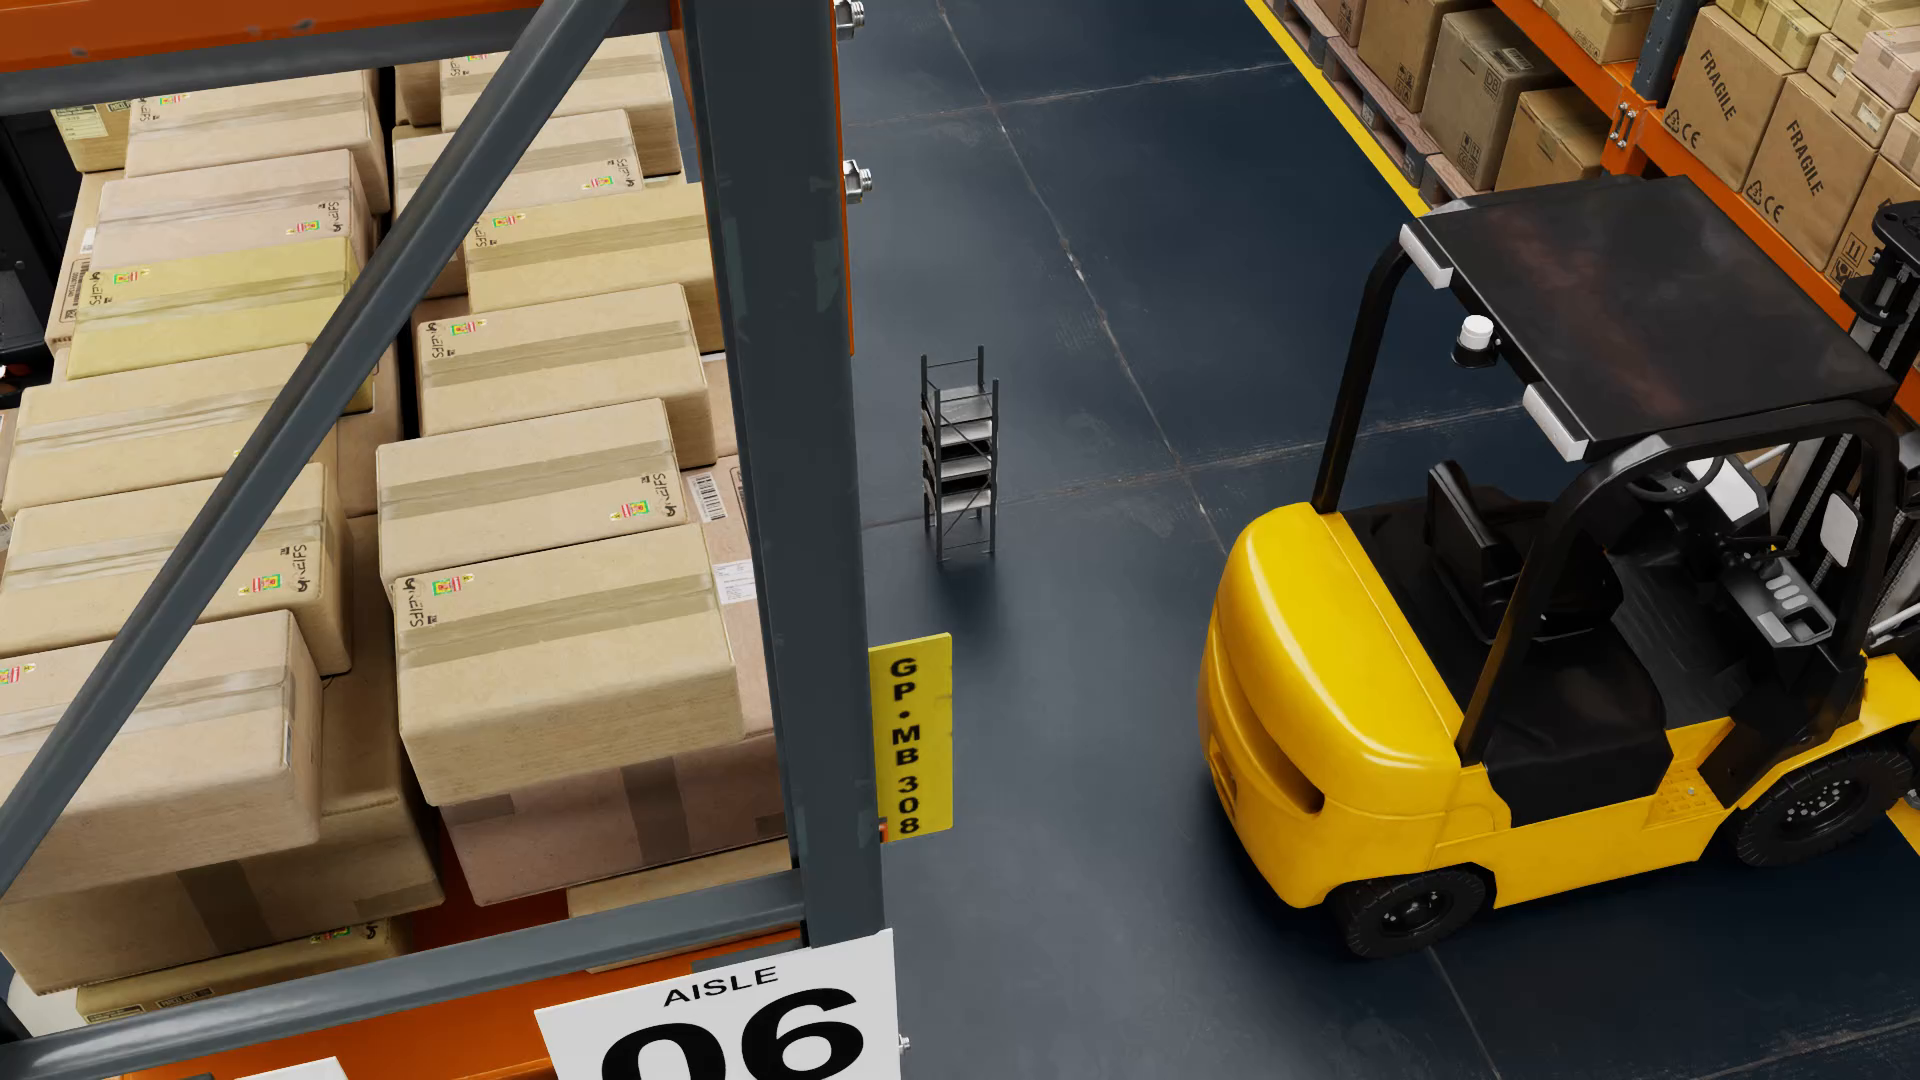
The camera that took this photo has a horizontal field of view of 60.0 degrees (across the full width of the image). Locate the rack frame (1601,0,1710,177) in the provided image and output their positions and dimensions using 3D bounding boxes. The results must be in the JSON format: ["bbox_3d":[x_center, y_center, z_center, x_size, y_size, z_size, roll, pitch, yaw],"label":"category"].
[{"bbox_3d":[3.192,-2.002,6.612,1.000,3.000,0.127,-11,47,-10],"label":"rack frame"}]

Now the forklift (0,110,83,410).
[{"bbox_3d":[-4.263,-1.917,6.576,3.031,2.935,1.130,-16,48,-16],"label":"forklift"}]

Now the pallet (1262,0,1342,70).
[{"bbox_3d":[2.341,-3.212,9.750,1.003,0.211,1.213,-11,47,-10],"label":"pallet"}]

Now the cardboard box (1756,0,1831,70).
[{"bbox_3d":[3.087,-1.818,5.907,0.380,0.149,0.250,-10,46,-9],"label":"cardboard box"}]

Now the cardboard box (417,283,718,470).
[{"bbox_3d":[-0.560,-0.209,2.372,0.380,0.149,0.250,-11,47,-10],"label":"cardboard box"}]

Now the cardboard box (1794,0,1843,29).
[{"bbox_3d":[3.158,-1.933,5.812,0.380,0.149,0.250,-10,46,-10],"label":"cardboard box"}]

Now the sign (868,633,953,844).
[{"bbox_3d":[-0.057,0.214,1.728,0.100,0.325,0.005,-11,47,-10],"label":"sign"}]

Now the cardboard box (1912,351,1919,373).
[{"bbox_3d":[3.441,-0.626,5.193,0.500,0.500,0.500,-10,46,-10],"label":"cardboard box"}]

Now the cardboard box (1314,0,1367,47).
[{"bbox_3d":[2.489,-3.197,9.152,0.875,0.625,0.625,-9,46,-9],"label":"cardboard box"}]

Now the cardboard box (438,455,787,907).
[{"bbox_3d":[-0.453,0.172,2.278,0.500,0.250,0.500,-11,47,-11],"label":"cardboard box"}]

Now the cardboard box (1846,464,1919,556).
[{"bbox_3d":[3.399,-0.085,5.665,0.500,0.250,0.500,-12,47,-11],"label":"cardboard box"}]

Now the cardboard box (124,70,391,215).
[{"bbox_3d":[-1.178,-0.649,2.803,0.380,0.149,0.250,-12,47,-11],"label":"cardboard box"}]

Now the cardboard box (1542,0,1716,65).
[{"bbox_3d":[2.810,-2.250,6.960,0.500,0.250,0.500,-10,46,-9],"label":"cardboard box"}]

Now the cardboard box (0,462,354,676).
[{"bbox_3d":[-0.982,0.064,2.105,0.380,0.149,0.250,-10,46,-10],"label":"cardboard box"}]

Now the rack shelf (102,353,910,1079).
[{"bbox_3d":[-1.093,-0.510,3.553,1.077,0.370,4.000,-11,47,-10],"label":"rack shelf"}]

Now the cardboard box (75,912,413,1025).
[{"bbox_3d":[-0.943,0.512,2.223,0.380,0.149,0.250,-11,47,-10],"label":"cardboard box"}]

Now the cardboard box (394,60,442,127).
[{"bbox_3d":[-0.835,-0.911,3.060,0.380,0.149,0.250,-10,46,-9],"label":"cardboard box"}]

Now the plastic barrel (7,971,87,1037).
[{"bbox_3d":[-2.574,1.422,5.060,0.512,0.421,0.421,19,48,17],"label":"plastic barrel"}]

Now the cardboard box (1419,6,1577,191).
[{"bbox_3d":[2.856,-2.214,8.188,0.875,0.625,0.625,-11,47,-11],"label":"cardboard box"}]

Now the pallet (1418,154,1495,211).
[{"bbox_3d":[2.966,-1.528,8.100,1.003,0.211,1.213,-11,47,-10],"label":"pallet"}]

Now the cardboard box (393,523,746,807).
[{"bbox_3d":[-0.475,0.146,2.024,0.380,0.149,0.250,-11,47,-11],"label":"cardboard box"}]

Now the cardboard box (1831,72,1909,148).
[{"bbox_3d":[3.172,-1.459,5.555,0.380,0.149,0.250,-10,46,-9],"label":"cardboard box"}]

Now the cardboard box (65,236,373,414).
[{"bbox_3d":[-1.081,-0.294,2.455,0.380,0.149,0.250,-10,46,-10],"label":"cardboard box"}]

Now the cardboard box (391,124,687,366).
[{"bbox_3d":[-0.728,-0.530,2.965,0.500,0.250,0.500,-9,46,-9],"label":"cardboard box"}]

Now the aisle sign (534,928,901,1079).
[{"bbox_3d":[-0.266,0.746,2.099,0.394,0.787,0.004,-11,47,-10],"label":"aisle sign"}]

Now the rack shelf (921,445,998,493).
[{"bbox_3d":[-0.002,-0.297,6.458,0.258,0.077,0.200,-11,47,-10],"label":"rack shelf"}]

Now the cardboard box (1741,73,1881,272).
[{"bbox_3d":[3.202,-1.327,5.880,0.500,0.500,0.500,-10,46,-10],"label":"cardboard box"}]

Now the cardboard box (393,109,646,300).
[{"bbox_3d":[-0.708,-0.550,2.706,0.380,0.149,0.250,-11,47,-11],"label":"cardboard box"}]

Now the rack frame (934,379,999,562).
[{"bbox_3d":[0.024,-0.250,6.365,0.240,0.900,0.006,-11,47,-10],"label":"rack frame"}]

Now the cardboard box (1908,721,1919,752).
[{"bbox_3d":[3.553,0.616,5.677,0.500,0.250,0.500,-10,46,-10],"label":"cardboard box"}]

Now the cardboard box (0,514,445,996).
[{"bbox_3d":[-0.973,0.264,2.188,0.500,0.250,0.500,-11,47,-11],"label":"cardboard box"}]

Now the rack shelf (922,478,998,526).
[{"bbox_3d":[-0.002,-0.171,6.586,0.258,0.077,0.200,-11,47,-10],"label":"rack shelf"}]

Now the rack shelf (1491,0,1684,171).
[{"bbox_3d":[2.680,-3.131,8.222,1.077,0.370,4.000,-11,47,-10],"label":"rack shelf"}]

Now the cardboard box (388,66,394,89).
[{"bbox_3d":[-1.501,-1.137,3.561,0.500,0.250,0.500,-10,46,-10],"label":"cardboard box"}]

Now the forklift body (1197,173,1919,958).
[{"bbox_3d":[1.967,0.081,5.165,2.313,2.155,1.214,-11,47,-10],"label":"forklift body"}]

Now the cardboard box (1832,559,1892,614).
[{"bbox_3d":[3.394,0.074,5.858,0.500,0.250,0.500,-11,47,-10],"label":"cardboard box"}]

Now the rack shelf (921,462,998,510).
[{"bbox_3d":[-0.002,-0.234,6.522,0.258,0.077,0.200,-11,47,-10],"label":"rack shelf"}]

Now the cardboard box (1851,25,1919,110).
[{"bbox_3d":[3.182,-1.559,5.445,0.380,0.149,0.250,-10,46,-9],"label":"cardboard box"}]

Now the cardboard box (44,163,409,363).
[{"bbox_3d":[-1.238,-0.441,2.878,0.500,0.250,0.500,-10,46,-9],"label":"cardboard box"}]

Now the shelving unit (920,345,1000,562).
[{"bbox_3d":[-0.002,-0.321,6.434,0.258,0.900,0.210,-11,47,-10],"label":"shelving unit"}]
